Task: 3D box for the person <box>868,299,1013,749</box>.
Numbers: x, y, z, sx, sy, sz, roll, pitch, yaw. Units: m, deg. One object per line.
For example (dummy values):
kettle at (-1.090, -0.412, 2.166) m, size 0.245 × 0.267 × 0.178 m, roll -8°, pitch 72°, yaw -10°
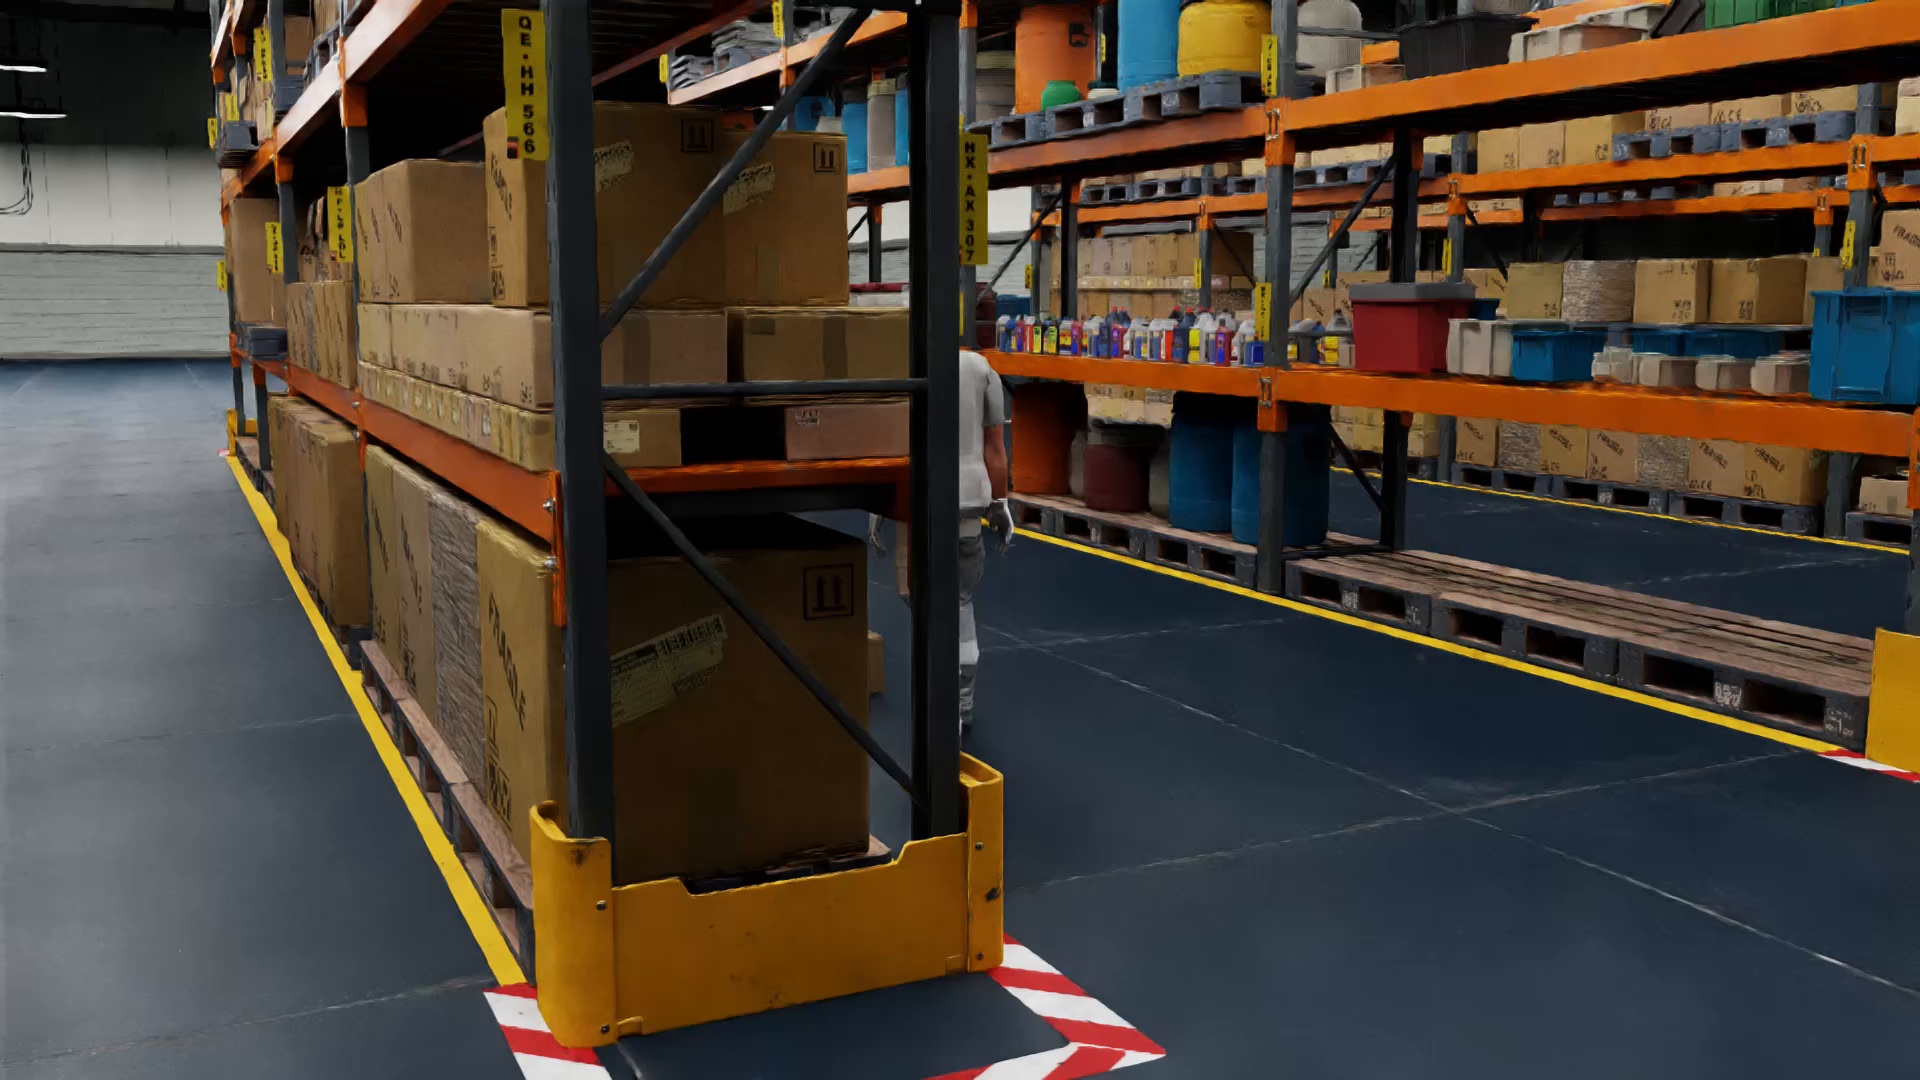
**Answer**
person at (-0.114, -0.107, 6.469) m, size 0.544 × 1.805 × 0.586 m, roll -4°, pitch 9°, yaw -25°
